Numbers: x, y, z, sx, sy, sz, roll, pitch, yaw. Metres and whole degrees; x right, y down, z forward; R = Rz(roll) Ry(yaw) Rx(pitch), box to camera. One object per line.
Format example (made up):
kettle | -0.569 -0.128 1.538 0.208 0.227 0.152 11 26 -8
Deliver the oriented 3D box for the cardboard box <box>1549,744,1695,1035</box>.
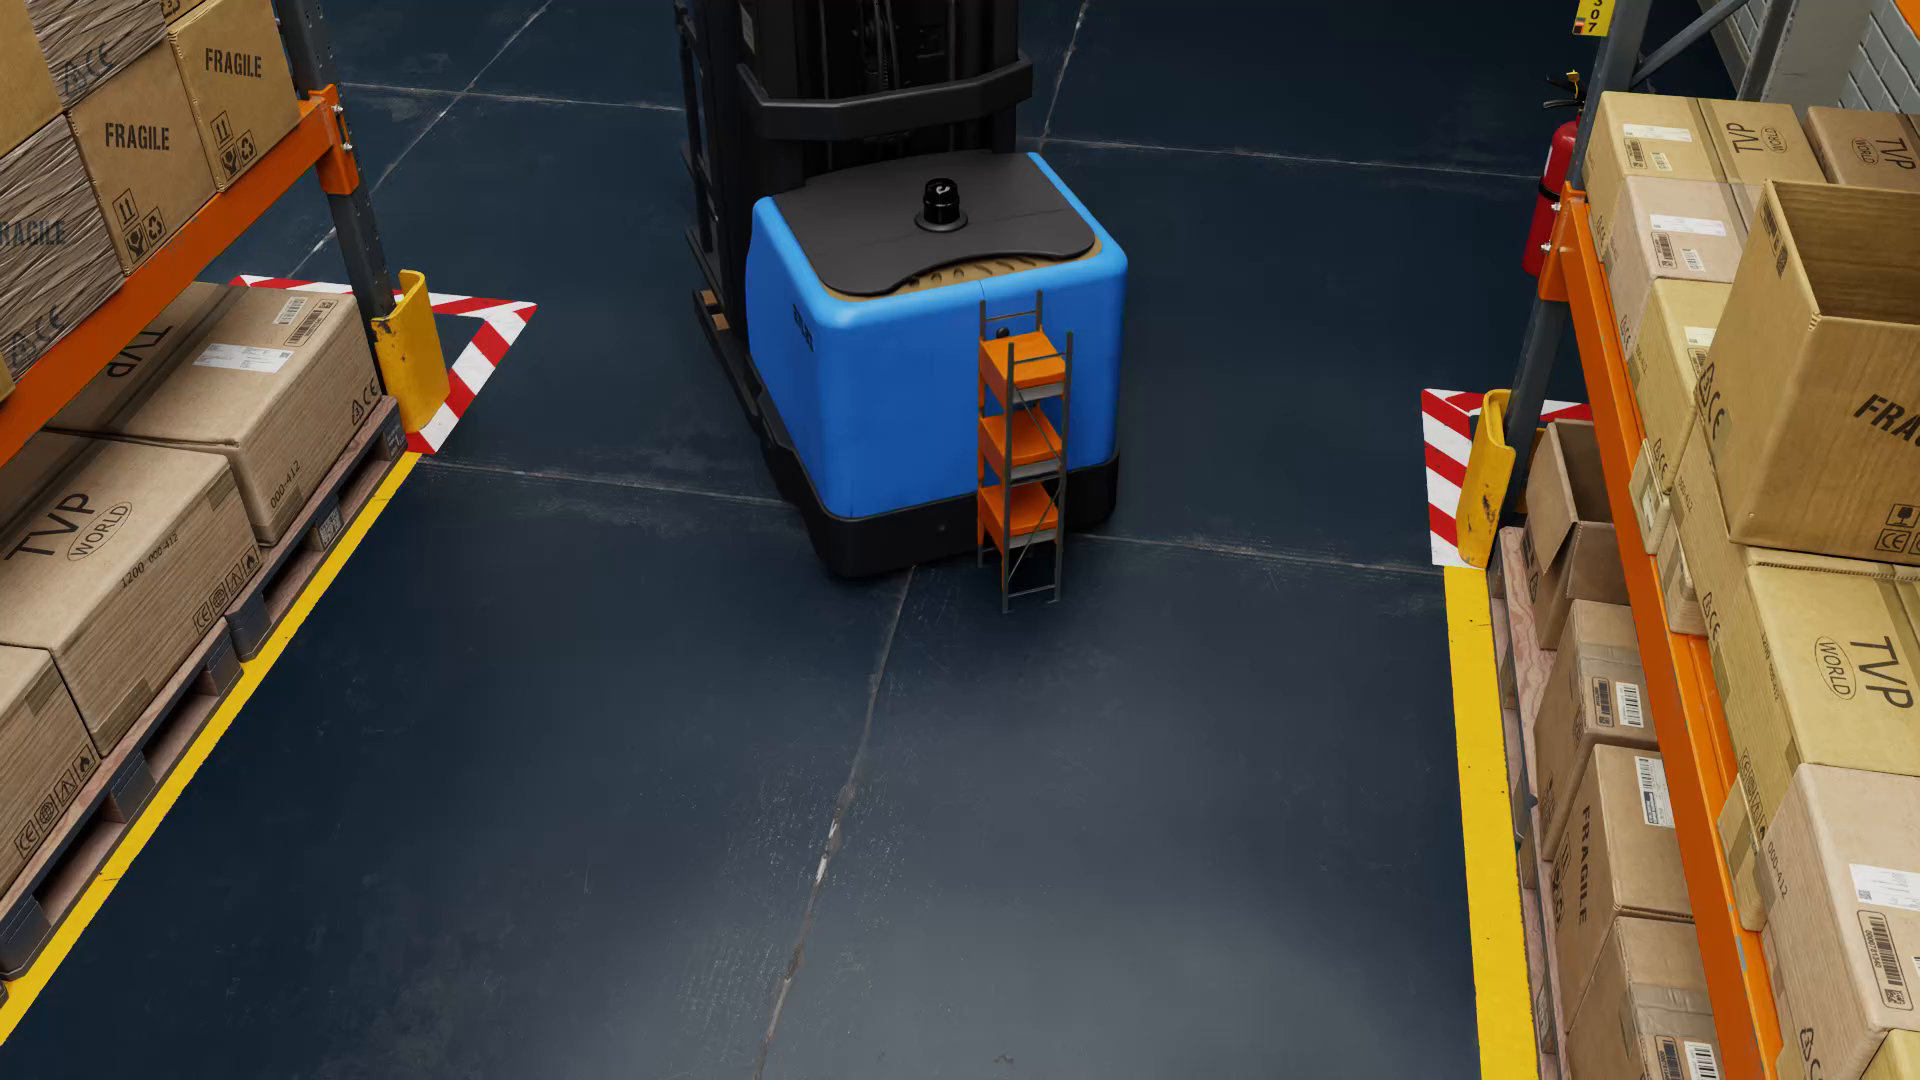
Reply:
cardboard box | 1.741 0.869 3.977 0.500 0.500 0.500 7 40 8

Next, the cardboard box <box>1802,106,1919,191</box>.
cardboard box | 2.498 -0.898 4.366 0.500 0.250 0.500 7 40 9

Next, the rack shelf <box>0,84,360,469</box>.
rack shelf | -2.919 -0.171 4.168 1.077 0.370 4.000 6 40 8

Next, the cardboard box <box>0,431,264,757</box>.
cardboard box | -2.739 0.122 4.929 0.875 0.438 0.875 7 40 9

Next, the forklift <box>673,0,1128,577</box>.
forklift | -0.443 -1.952 5.810 1.130 2.935 3.031 -13 41 -15

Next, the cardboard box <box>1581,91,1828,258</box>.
cardboard box | 1.972 -0.961 4.442 0.500 0.250 0.500 7 40 8

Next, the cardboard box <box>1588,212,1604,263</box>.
cardboard box | 1.989 -0.886 4.665 0.380 0.149 0.250 6 40 7

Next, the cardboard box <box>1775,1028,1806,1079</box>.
cardboard box | 1.475 0.889 2.518 0.380 0.149 0.250 7 40 9

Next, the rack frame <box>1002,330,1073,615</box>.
rack frame | 0.234 -0.182 5.147 0.200 1.050 0.008 -12 41 -15

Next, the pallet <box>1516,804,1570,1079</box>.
pallet | 1.952 1.228 4.100 1.003 0.211 1.213 6 40 8

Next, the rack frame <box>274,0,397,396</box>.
rack frame | -2.573 -1.704 5.457 1.000 3.000 0.127 6 40 8

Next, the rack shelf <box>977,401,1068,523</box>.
rack shelf | 0.194 -0.248 5.242 0.215 0.259 0.240 -12 41 -15

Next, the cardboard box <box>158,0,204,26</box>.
cardboard box | -2.422 -1.799 4.709 0.500 0.500 0.500 8 40 9

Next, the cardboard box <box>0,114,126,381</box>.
cardboard box | -2.577 -0.773 4.253 0.500 0.500 0.500 7 40 9

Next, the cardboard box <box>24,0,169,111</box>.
cardboard box | -2.484 -1.468 4.308 0.500 0.500 0.500 7 40 8

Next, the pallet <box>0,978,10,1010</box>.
pallet | -3.057 1.413 3.876 1.003 0.211 1.213 6 40 8

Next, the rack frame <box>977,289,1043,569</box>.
rack frame | 0.154 -0.329 5.324 0.200 1.050 0.008 -12 41 -15

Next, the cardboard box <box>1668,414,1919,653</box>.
cardboard box | 1.733 -0.002 3.283 0.500 0.250 0.500 5 40 7

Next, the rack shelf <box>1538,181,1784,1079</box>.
rack shelf | 1.970 0.374 3.509 1.077 0.370 4.000 6 40 8

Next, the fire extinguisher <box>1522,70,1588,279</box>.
fire extinguisher | 1.886 -1.129 5.114 0.296 0.674 0.183 6 40 8

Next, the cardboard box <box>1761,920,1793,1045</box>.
cardboard box | 1.547 0.727 2.714 0.380 0.149 0.250 7 40 9

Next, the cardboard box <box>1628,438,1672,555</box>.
cardboard box | 1.717 -0.083 3.693 0.380 0.149 0.250 5 40 6

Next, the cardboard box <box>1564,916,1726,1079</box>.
cardboard box | 1.751 1.200 3.577 0.700 0.500 0.500 5 40 6

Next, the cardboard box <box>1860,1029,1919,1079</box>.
cardboard box | 1.472 0.948 2.133 0.500 0.250 0.500 7 40 9

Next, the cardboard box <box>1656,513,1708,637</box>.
cardboard box | 1.692 0.085 3.491 0.380 0.149 0.250 7 40 9

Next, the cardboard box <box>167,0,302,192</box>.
cardboard box | -2.396 -1.410 5.023 0.500 0.500 0.500 7 40 8

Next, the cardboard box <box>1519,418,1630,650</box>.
cardboard box | 2.117 0.015 5.008 0.797 0.503 0.637 5 40 6

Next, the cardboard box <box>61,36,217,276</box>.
cardboard box | -2.498 -1.097 4.644 0.500 0.500 0.500 6 40 7

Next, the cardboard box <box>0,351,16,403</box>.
cardboard box | -2.654 -0.448 3.859 0.500 0.500 0.500 8 40 9

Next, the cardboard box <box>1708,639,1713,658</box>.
cardboard box | 1.715 0.254 3.286 0.380 0.149 0.250 6 40 8

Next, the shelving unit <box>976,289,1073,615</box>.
shelving unit | 0.194 -0.256 5.236 0.215 1.050 0.252 -12 41 -15

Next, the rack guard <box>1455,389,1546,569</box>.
rack guard | 2.303 -0.148 5.536 1.175 0.500 0.348 6 40 8

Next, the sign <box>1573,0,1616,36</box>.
sign | 1.782 -1.552 4.594 0.100 0.325 0.005 6 40 8

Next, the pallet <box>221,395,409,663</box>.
pallet | -2.635 -0.119 5.728 1.003 0.211 1.213 6 40 8

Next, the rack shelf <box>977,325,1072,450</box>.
rack shelf | 0.194 -0.466 5.061 0.215 0.259 0.240 -12 41 -15

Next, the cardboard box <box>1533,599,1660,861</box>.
cardboard box | 1.931 0.548 4.365 0.700 0.500 0.500 8 40 9

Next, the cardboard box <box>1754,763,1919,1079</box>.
cardboard box | 1.544 0.632 2.516 0.500 0.250 0.500 7 40 8

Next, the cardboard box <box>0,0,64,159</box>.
cardboard box | -2.573 -1.158 3.933 0.500 0.500 0.500 6 40 7

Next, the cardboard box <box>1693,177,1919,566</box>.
cardboard box | 1.713 -0.308 3.064 0.500 0.500 0.500 7 40 9

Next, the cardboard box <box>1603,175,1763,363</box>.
cardboard box | 1.885 -0.644 4.059 0.500 0.250 0.500 7 40 8

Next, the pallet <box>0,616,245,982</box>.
pallet | -2.848 0.645 4.805 1.003 0.211 1.213 6 40 8

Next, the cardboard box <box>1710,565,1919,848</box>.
cardboard box | 1.643 0.321 2.892 0.500 0.250 0.500 6 40 7

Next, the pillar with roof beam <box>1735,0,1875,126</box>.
pillar with roof beam | -0.570 -5.538 5.387 9.100 9.000 0.400 6 40 8

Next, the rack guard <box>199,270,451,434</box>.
rack guard | -2.569 -0.755 6.271 1.175 0.500 0.348 6 40 8

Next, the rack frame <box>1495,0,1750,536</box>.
rack frame | 2.316 -1.159 4.798 1.000 3.000 0.127 6 40 8

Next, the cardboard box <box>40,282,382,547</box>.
cardboard box | -2.589 -0.453 5.625 0.875 0.438 0.875 5 40 6

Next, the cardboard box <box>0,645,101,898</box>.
cardboard box | -2.897 0.688 4.245 0.875 0.438 0.875 5 40 6

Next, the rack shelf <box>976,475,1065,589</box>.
rack shelf | 0.194 -0.034 5.419 0.215 0.259 0.240 -12 41 -15

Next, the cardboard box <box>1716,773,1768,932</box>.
cardboard box | 1.564 0.564 2.911 0.380 0.149 0.250 6 40 7

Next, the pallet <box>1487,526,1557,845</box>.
pallet | 2.166 0.464 5.023 1.003 0.211 1.213 6 40 8

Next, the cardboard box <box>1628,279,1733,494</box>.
cardboard box | 1.801 -0.326 3.674 0.500 0.250 0.500 6 40 7
